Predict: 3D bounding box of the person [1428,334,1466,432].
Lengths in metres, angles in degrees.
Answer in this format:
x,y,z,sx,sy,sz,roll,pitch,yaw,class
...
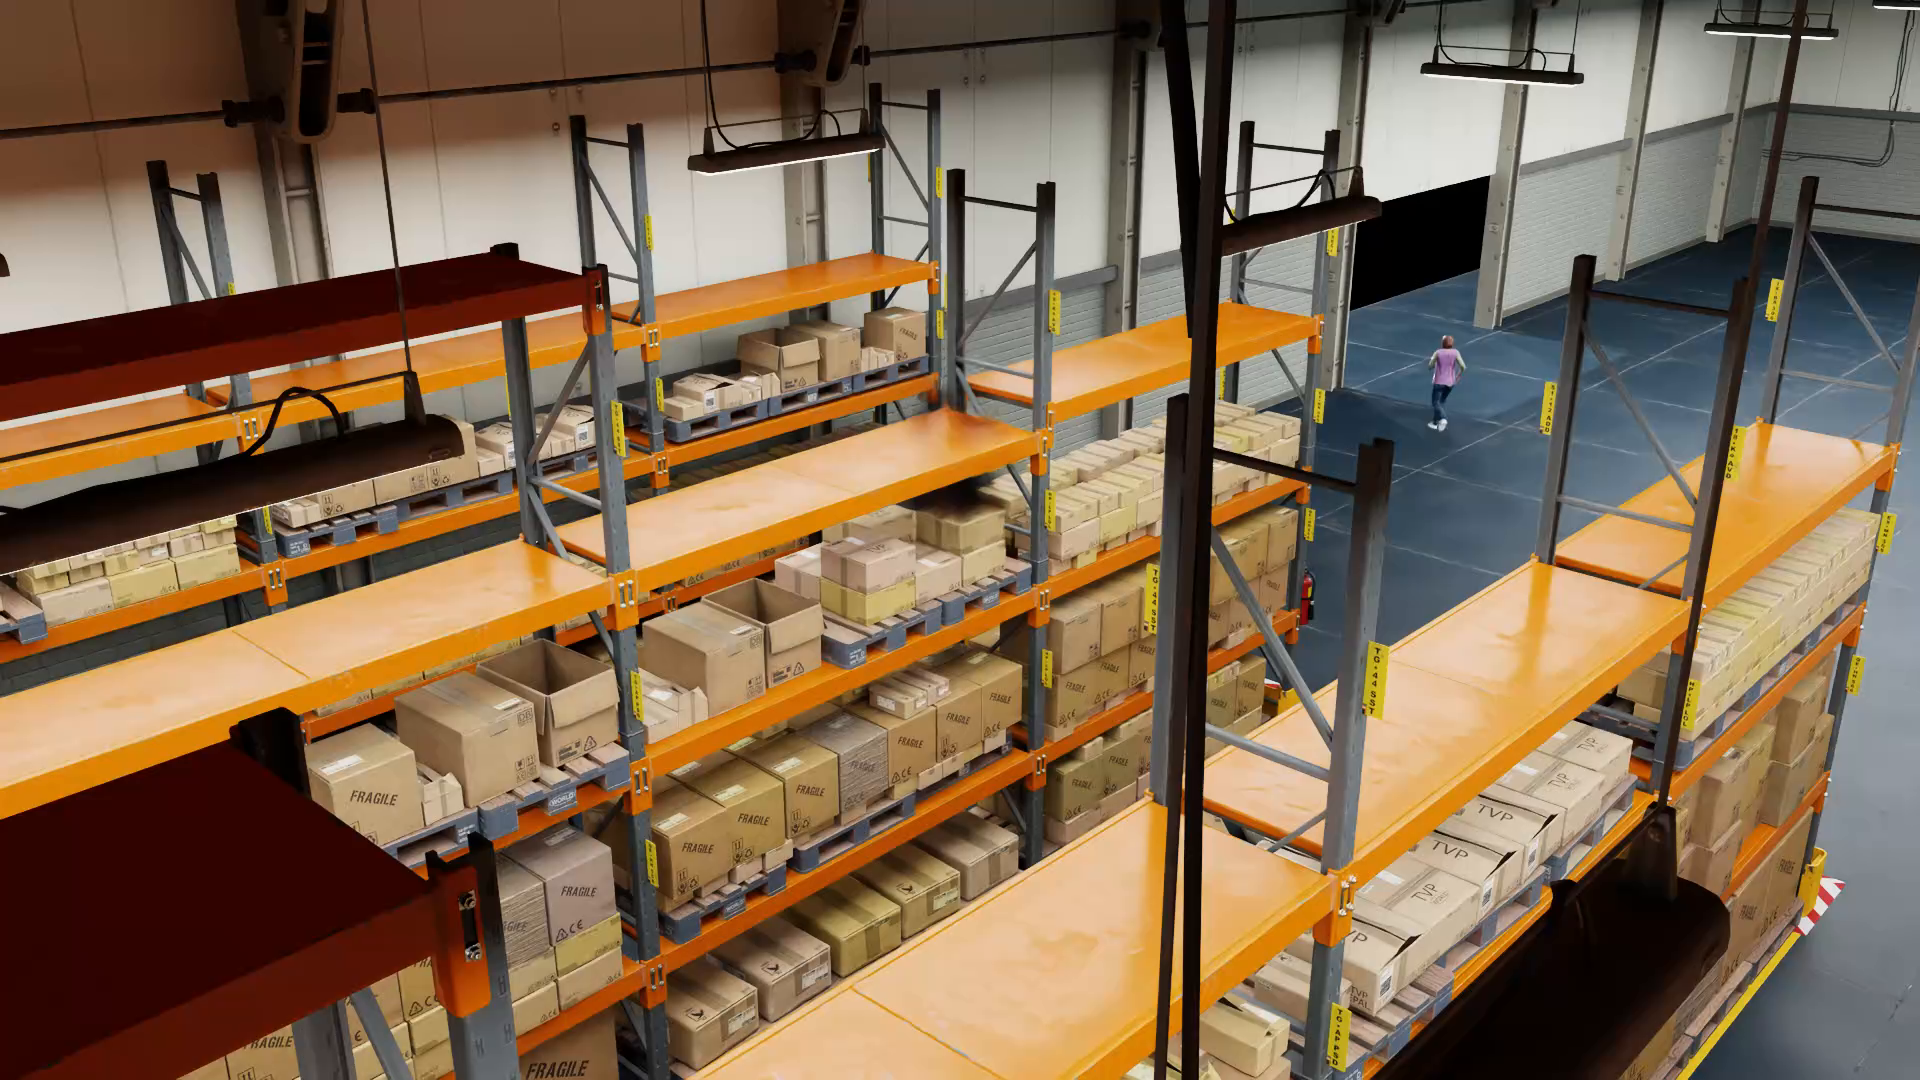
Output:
x,y,z,sx,sy,sz,roll,pitch,yaw,class
7.600,-2.430,26.102,0.538,1.552,0.804,-1,21,-2,person
